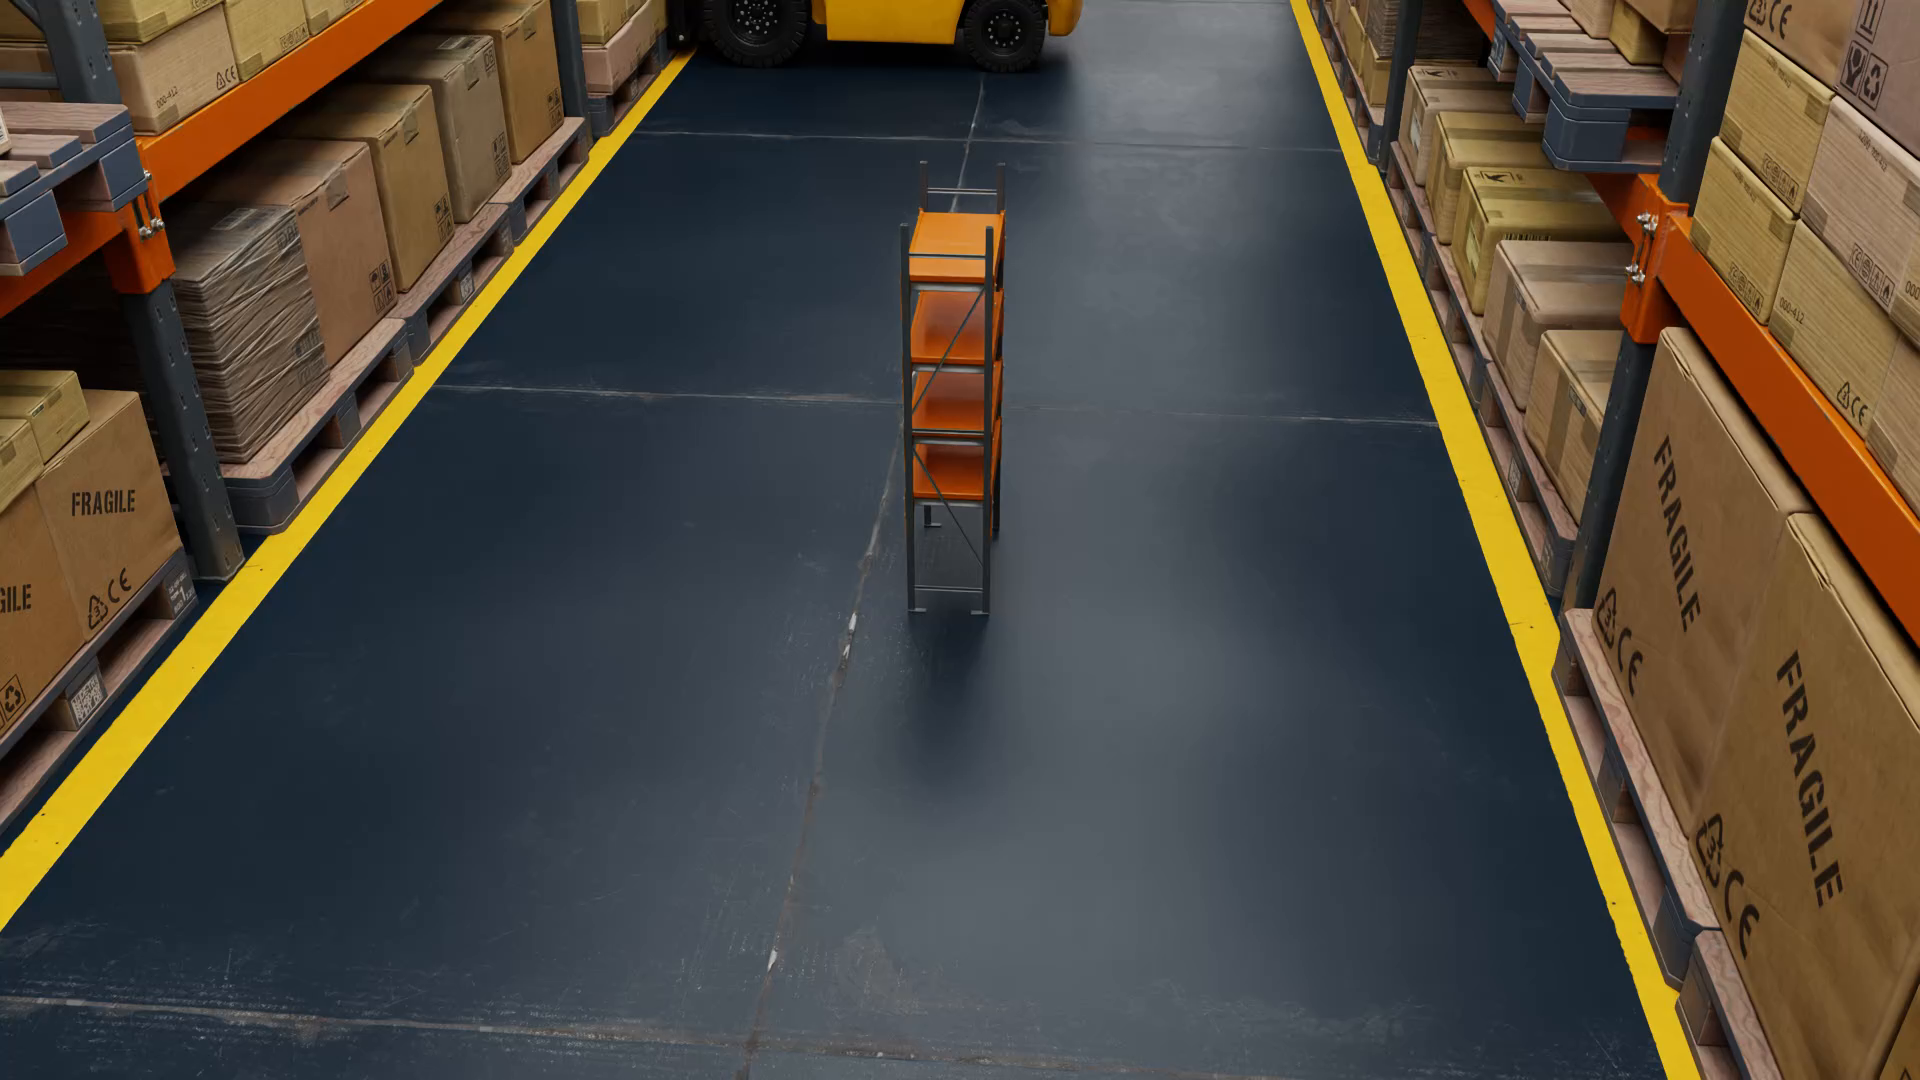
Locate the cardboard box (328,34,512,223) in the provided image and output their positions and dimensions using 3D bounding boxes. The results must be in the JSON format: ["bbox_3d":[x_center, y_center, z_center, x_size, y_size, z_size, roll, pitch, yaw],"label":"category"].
[{"bbox_3d":[-2.484,-1.778,7.138,0.875,0.625,0.625,2,32,3],"label":"cardboard box"}]

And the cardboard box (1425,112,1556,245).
[{"bbox_3d":[2.470,-1.488,6.910,0.950,0.372,0.625,4,32,7],"label":"cardboard box"}]

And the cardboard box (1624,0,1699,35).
[{"bbox_3d":[2.000,-1.584,4.183,0.500,0.500,0.500,2,32,3],"label":"cardboard box"}]

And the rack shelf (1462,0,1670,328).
[{"bbox_3d":[2.402,-1.726,5.878,1.077,0.370,4.000,2,32,4],"label":"rack shelf"}]

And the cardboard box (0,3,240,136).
[{"bbox_3d":[-2.428,-1.355,4.732,0.500,0.250,0.500,3,32,4],"label":"cardboard box"}]

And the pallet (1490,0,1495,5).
[{"bbox_3d":[2.360,-1.942,5.725,1.003,0.211,1.213,2,32,4],"label":"pallet"}]

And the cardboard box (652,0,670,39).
[{"bbox_3d":[-1.961,-3.071,9.595,0.500,0.250,0.500,3,32,5],"label":"cardboard box"}]

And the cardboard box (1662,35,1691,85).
[{"bbox_3d":[2.032,-1.240,4.242,0.380,0.149,0.250,4,32,6],"label":"cardboard box"}]

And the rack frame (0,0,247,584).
[{"bbox_3d":[-2.708,-1.197,4.333,1.000,3.000,0.127,2,32,4],"label":"rack frame"}]

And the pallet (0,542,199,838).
[{"bbox_3d":[-2.806,0.379,4.434,1.003,0.211,1.213,2,32,4],"label":"pallet"}]

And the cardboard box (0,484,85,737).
[{"bbox_3d":[-2.579,0.180,4.081,0.500,0.500,0.500,2,32,3],"label":"cardboard box"}]

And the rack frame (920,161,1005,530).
[{"bbox_3d":[0.006,-0.552,5.002,0.240,1.200,0.015,2,32,4],"label":"rack frame"}]

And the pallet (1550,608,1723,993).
[{"bbox_3d":[2.100,0.609,4.060,1.003,0.211,1.213,2,32,4],"label":"pallet"}]

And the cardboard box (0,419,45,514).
[{"bbox_3d":[-2.487,-0.174,4.038,0.380,0.149,0.250,1,32,1],"label":"cardboard box"}]

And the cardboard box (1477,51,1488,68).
[{"bbox_3d":[2.882,-2.384,8.479,0.500,0.250,0.500,1,32,2],"label":"cardboard box"}]

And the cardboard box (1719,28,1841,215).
[{"bbox_3d":[1.952,-0.881,3.487,0.500,0.250,0.500,2,32,4],"label":"cardboard box"}]

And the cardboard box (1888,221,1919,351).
[{"bbox_3d":[1.856,-0.351,2.627,0.500,0.250,0.500,2,32,4],"label":"cardboard box"}]

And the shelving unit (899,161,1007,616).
[{"bbox_3d":[-0.013,-0.424,4.795,0.258,1.200,0.503,2,32,4],"label":"shelving unit"}]

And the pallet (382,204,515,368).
[{"bbox_3d":[-2.500,-1.075,6.793,1.003,0.211,1.213,2,32,4],"label":"pallet"}]

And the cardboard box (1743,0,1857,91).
[{"bbox_3d":[1.956,-1.208,3.302,0.500,0.500,0.500,1,32,2],"label":"cardboard box"}]

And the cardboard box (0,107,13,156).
[{"bbox_3d":[-2.379,-0.909,3.705,0.380,0.149,0.250,3,32,5],"label":"cardboard box"}]

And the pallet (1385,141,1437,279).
[{"bbox_3d":[2.503,-1.484,7.457,1.003,0.211,1.213,2,32,4],"label":"pallet"}]

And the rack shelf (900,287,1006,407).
[{"bbox_3d":[-0.013,-0.557,4.713,0.258,0.148,0.480,2,32,4],"label":"rack shelf"}]

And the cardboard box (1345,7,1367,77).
[{"bbox_3d":[2.379,-2.686,8.970,0.500,0.250,0.500,2,32,3],"label":"cardboard box"}]

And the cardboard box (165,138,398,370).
[{"bbox_3d":[-2.598,-1.032,5.929,0.875,0.625,0.625,3,32,6],"label":"cardboard box"}]

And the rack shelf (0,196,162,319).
[{"bbox_3d":[-2.871,0.155,2.825,1.077,0.370,4.000,2,32,4],"label":"rack shelf"}]

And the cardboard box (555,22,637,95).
[{"bbox_3d":[-2.013,-2.535,8.726,0.500,0.250,0.500,3,32,4],"label":"cardboard box"}]

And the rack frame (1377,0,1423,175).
[{"bbox_3d":[2.565,-3.078,7.386,1.000,3.000,0.127,2,32,4],"label":"rack frame"}]

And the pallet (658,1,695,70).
[{"bbox_3d":[-2.179,-3.155,10.168,1.003,0.211,1.213,2,32,4],"label":"pallet"}]

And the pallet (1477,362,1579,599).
[{"bbox_3d":[2.305,-0.208,5.387,1.003,0.211,1.213,2,32,4],"label":"pallet"}]

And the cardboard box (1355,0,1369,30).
[{"bbox_3d":[2.386,-2.993,8.753,0.500,0.500,0.500,3,32,5],"label":"cardboard box"}]

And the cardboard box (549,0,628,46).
[{"bbox_3d":[-2.035,-2.749,8.596,0.500,0.250,0.500,2,32,4],"label":"cardboard box"}]

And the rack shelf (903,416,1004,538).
[{"bbox_3d":[-0.013,-0.198,4.934,0.258,0.148,0.480,2,32,4],"label":"rack shelf"}]

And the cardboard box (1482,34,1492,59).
[{"bbox_3d":[2.882,-2.703,8.282,0.500,0.500,0.500,4,32,6],"label":"cardboard box"}]

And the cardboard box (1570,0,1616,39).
[{"bbox_3d":[1.957,-1.517,4.692,0.380,0.149,0.250,2,32,4],"label":"cardboard box"}]

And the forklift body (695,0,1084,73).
[{"bbox_3d":[-0.393,-3.949,9.608,2.313,2.155,1.214,2,32,4],"label":"forklift body"}]

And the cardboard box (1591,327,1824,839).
[{"bbox_3d":[2.101,0.097,3.859,0.875,0.875,0.875,2,32,4],"label":"cardboard box"}]

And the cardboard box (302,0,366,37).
[{"bbox_3d":[-2.347,-1.887,5.596,0.500,0.250,0.500,1,32,2],"label":"cardboard box"}]

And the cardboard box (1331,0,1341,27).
[{"bbox_3d":[2.469,-3.216,9.830,0.500,0.250,0.500,5,32,7],"label":"cardboard box"}]

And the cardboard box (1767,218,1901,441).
[{"bbox_3d":[1.925,-0.409,3.197,0.500,0.250,0.500,2,32,3],"label":"cardboard box"}]

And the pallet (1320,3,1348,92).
[{"bbox_3d":[2.681,-2.884,9.728,1.003,0.211,1.213,2,32,4],"label":"pallet"}]

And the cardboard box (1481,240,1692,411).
[{"bbox_3d":[2.348,-0.728,5.677,0.950,0.372,0.625,2,32,3],"label":"cardboard box"}]
